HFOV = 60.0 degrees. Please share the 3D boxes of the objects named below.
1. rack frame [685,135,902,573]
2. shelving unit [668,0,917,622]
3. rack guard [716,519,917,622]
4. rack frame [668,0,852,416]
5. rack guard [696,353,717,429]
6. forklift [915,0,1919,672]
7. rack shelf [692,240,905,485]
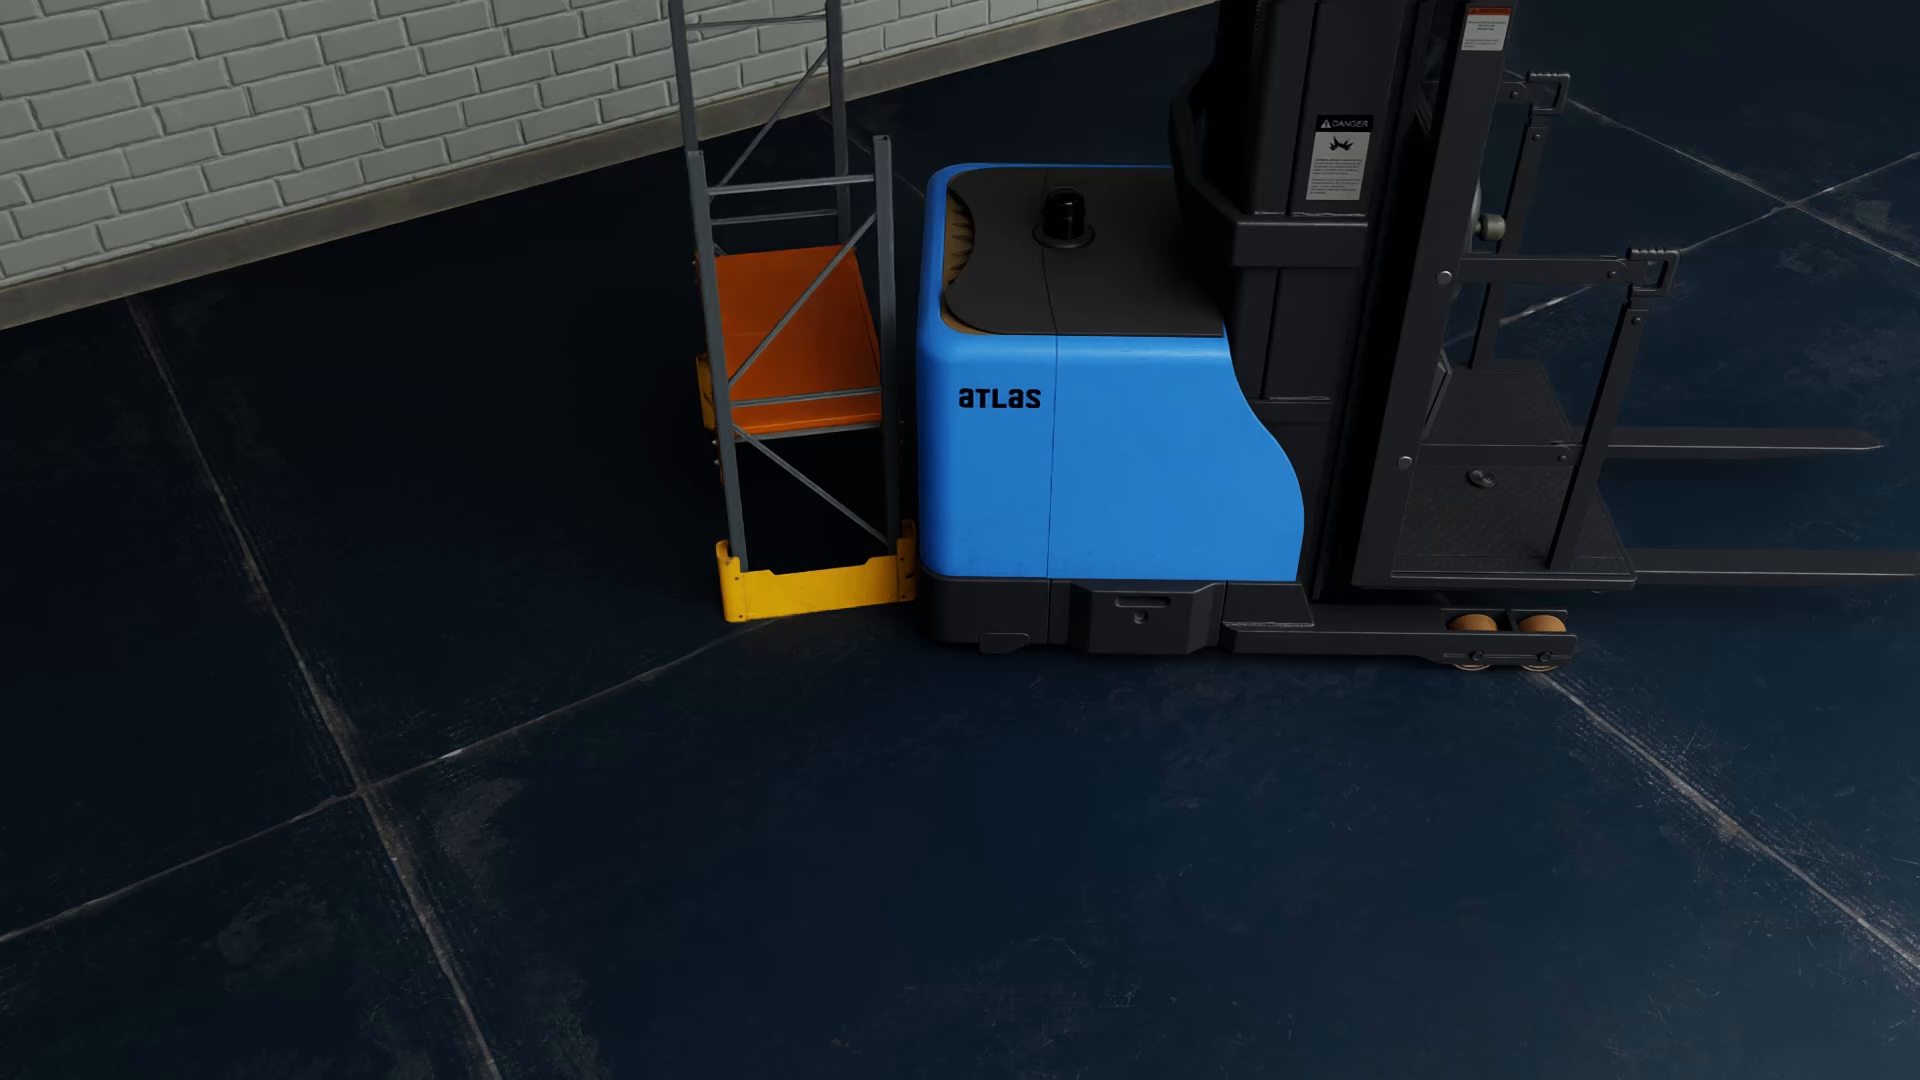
[{"bbox_3d":[-0.419,-0.388,4.544,0.500,1.500,0.032,-7,40,-8],"label":"rack frame"},{"bbox_3d":[-0.508,-0.702,4.921,0.587,1.500,1.083,-7,40,-8],"label":"shelving unit"},{"bbox_3d":[-0.419,0.092,4.945,0.587,0.250,0.087,-7,40,-8],"label":"rack guard"},{"bbox_3d":[-0.600,-1.028,5.312,0.500,1.500,0.032,-7,40,-8],"label":"rack frame"},{"bbox_3d":[-0.597,-0.536,5.697,0.587,0.250,0.087,-7,40,-8],"label":"rack guard"},{"bbox_3d":[1.396,-1.093,4.272,3.031,2.935,1.130,1,40,1],"label":"forklift"},{"bbox_3d":[-0.509,-0.570,5.043,0.538,0.185,1.000,-7,40,-8],"label":"rack shelf"}]
